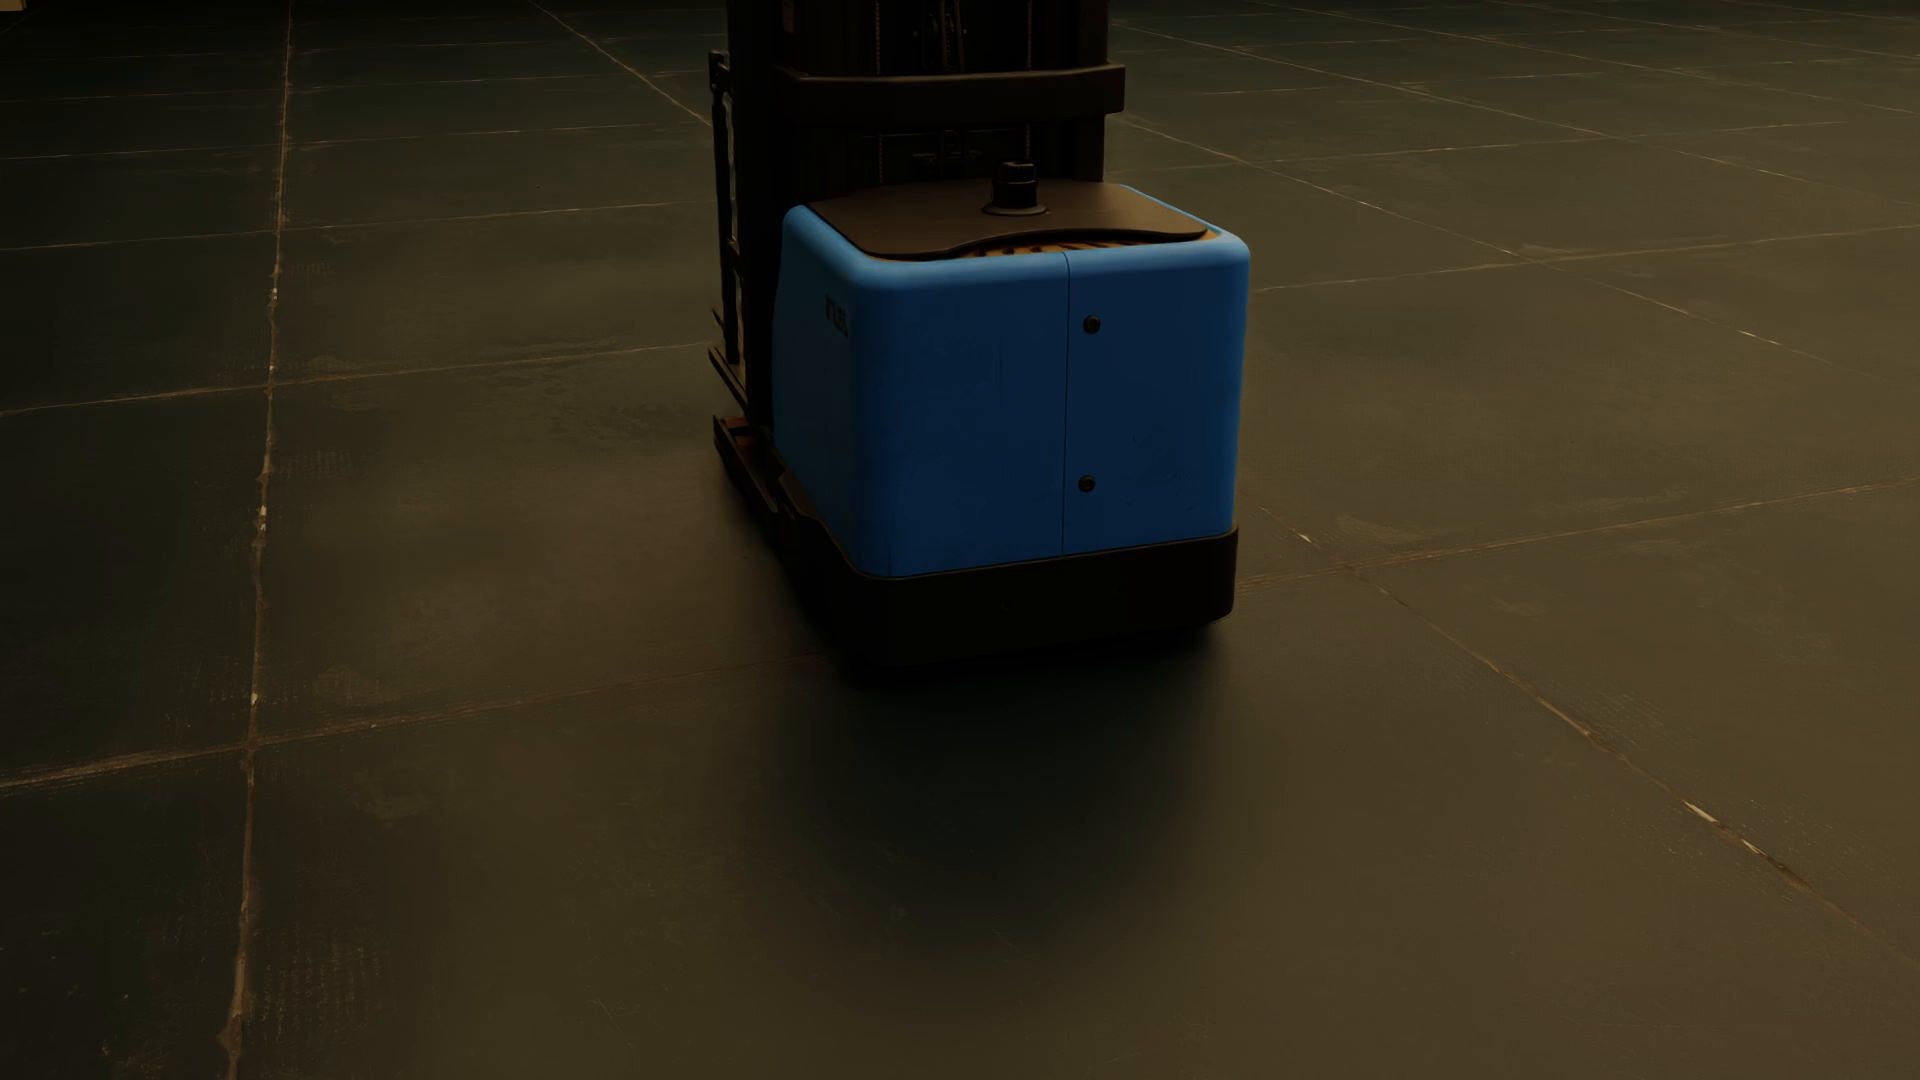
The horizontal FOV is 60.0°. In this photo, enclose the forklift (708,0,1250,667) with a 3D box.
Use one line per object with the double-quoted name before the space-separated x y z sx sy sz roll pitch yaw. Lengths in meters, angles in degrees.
"forklift" -0.209 -1.578 5.050 1.130 2.935 3.031 -7 24 -17
